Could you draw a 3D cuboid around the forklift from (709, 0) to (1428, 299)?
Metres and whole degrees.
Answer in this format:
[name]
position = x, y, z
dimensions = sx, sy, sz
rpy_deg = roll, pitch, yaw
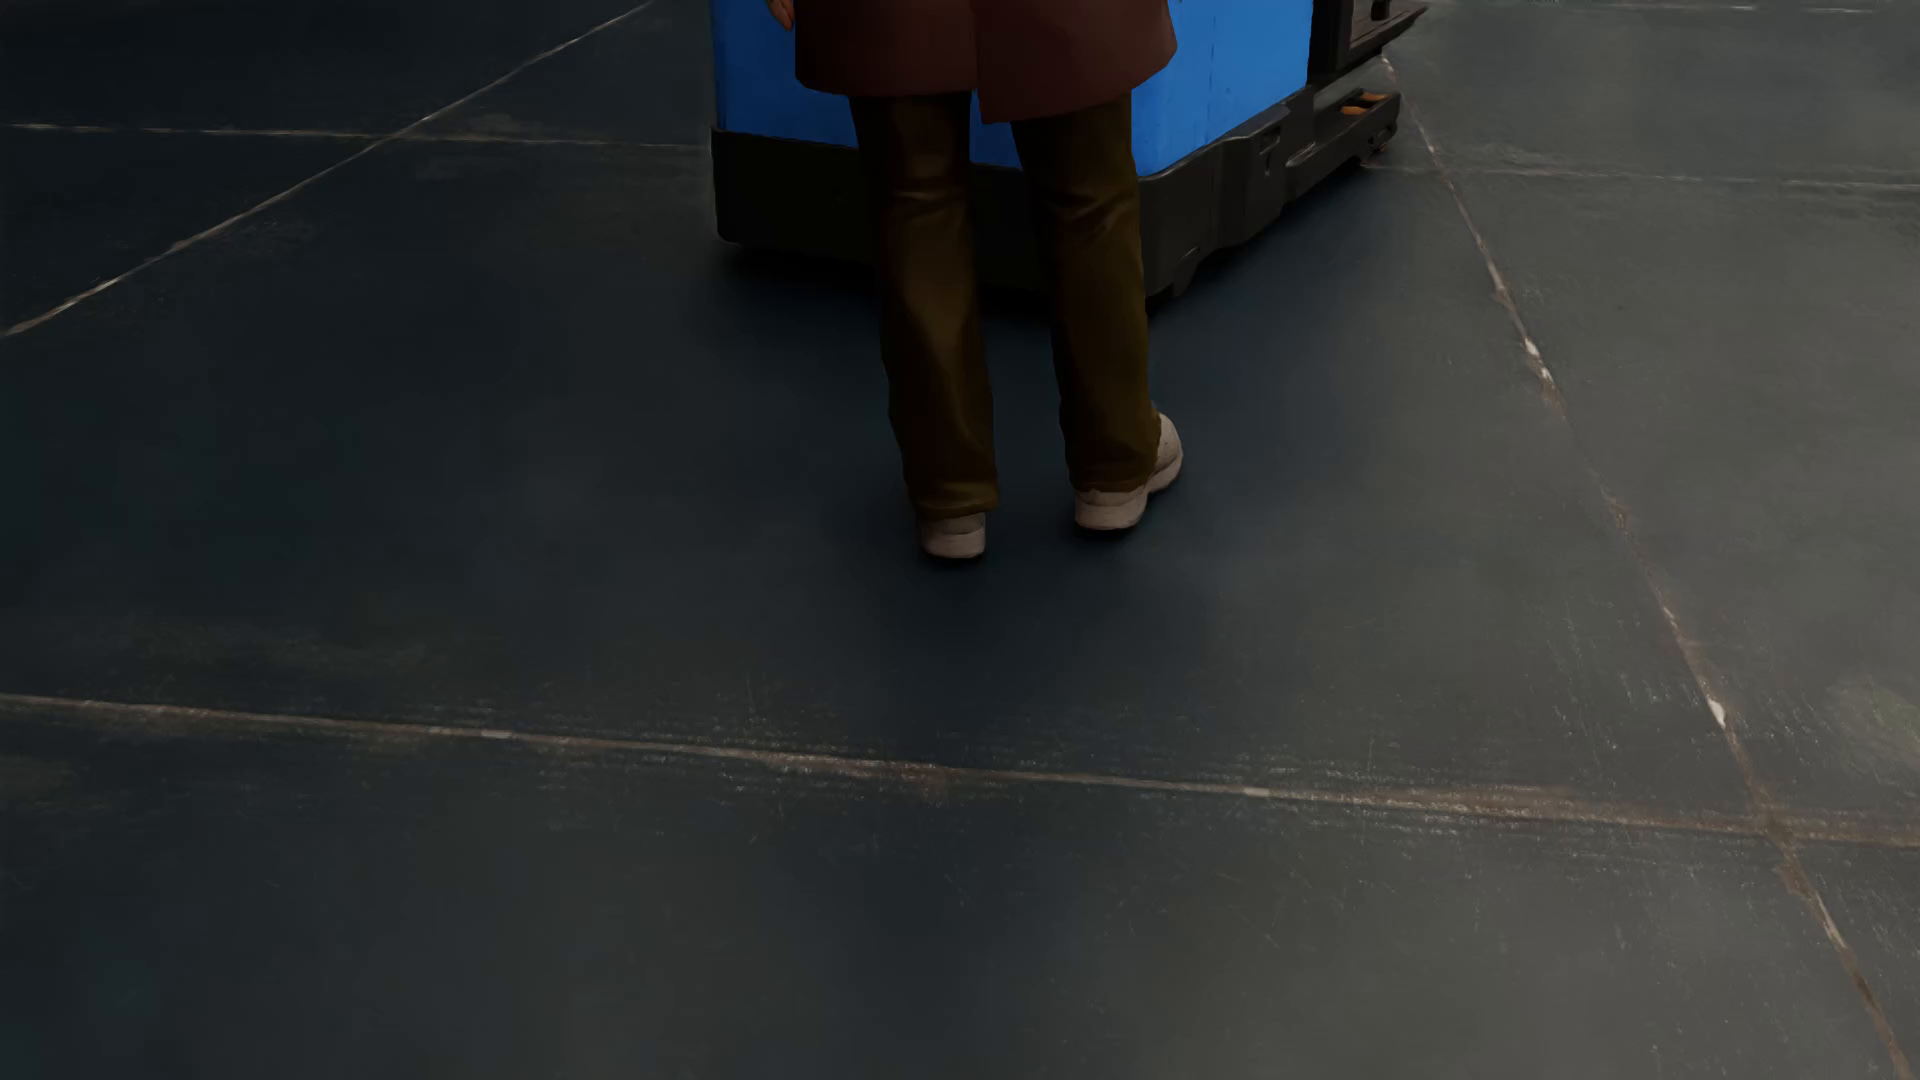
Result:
[forklift]
position = 0.587, -2.408, 4.045
dimensions = 1.130, 2.935, 3.031
rpy_deg = 13, 29, 24

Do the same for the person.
[person]
position = 0.017, -0.842, 2.180
dimensions = 0.694, 1.776, 0.580
rpy_deg = 3, 27, 7
